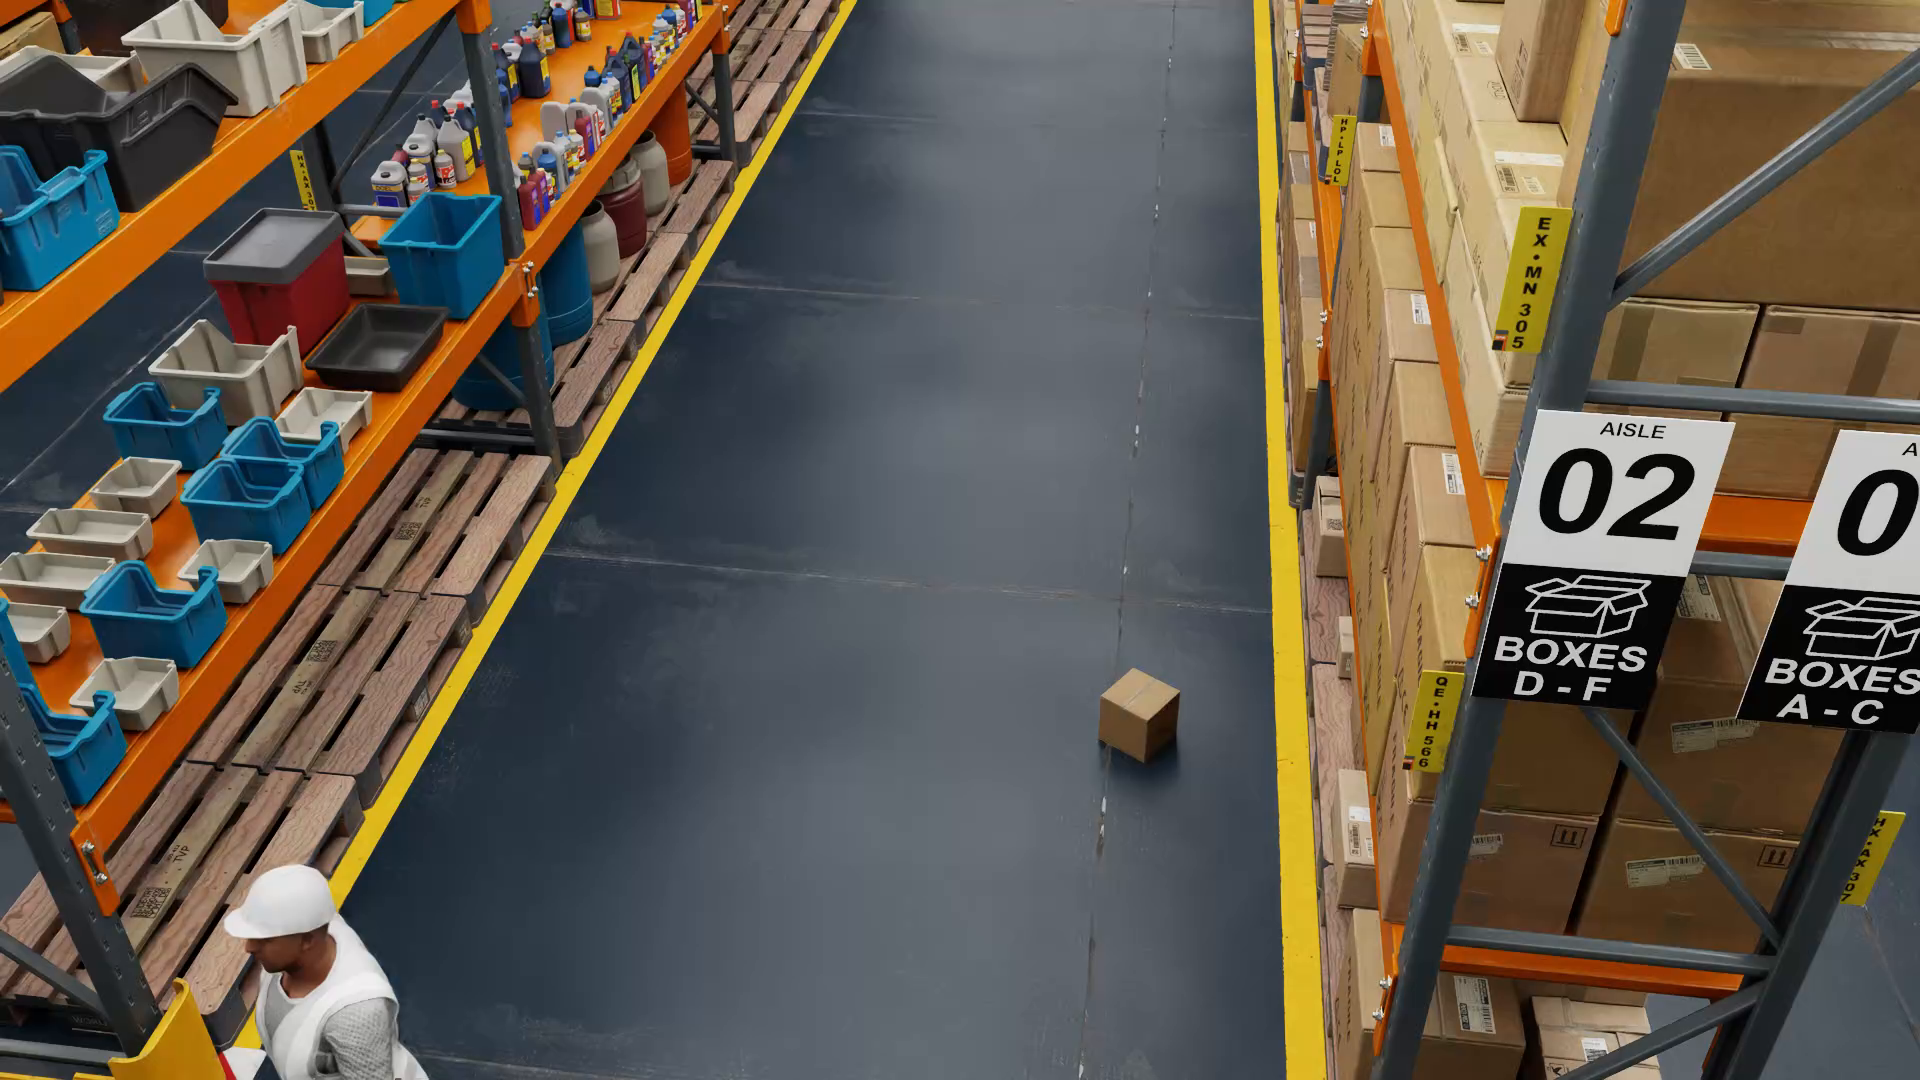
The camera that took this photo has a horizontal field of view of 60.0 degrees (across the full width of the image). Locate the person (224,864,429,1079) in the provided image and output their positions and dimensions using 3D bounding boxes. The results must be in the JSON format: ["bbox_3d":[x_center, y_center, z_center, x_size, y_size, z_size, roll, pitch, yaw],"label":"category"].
[{"bbox_3d":[-1.797,1.648,4.717,0.620,1.752,0.922,29,45,34],"label":"person"}]
